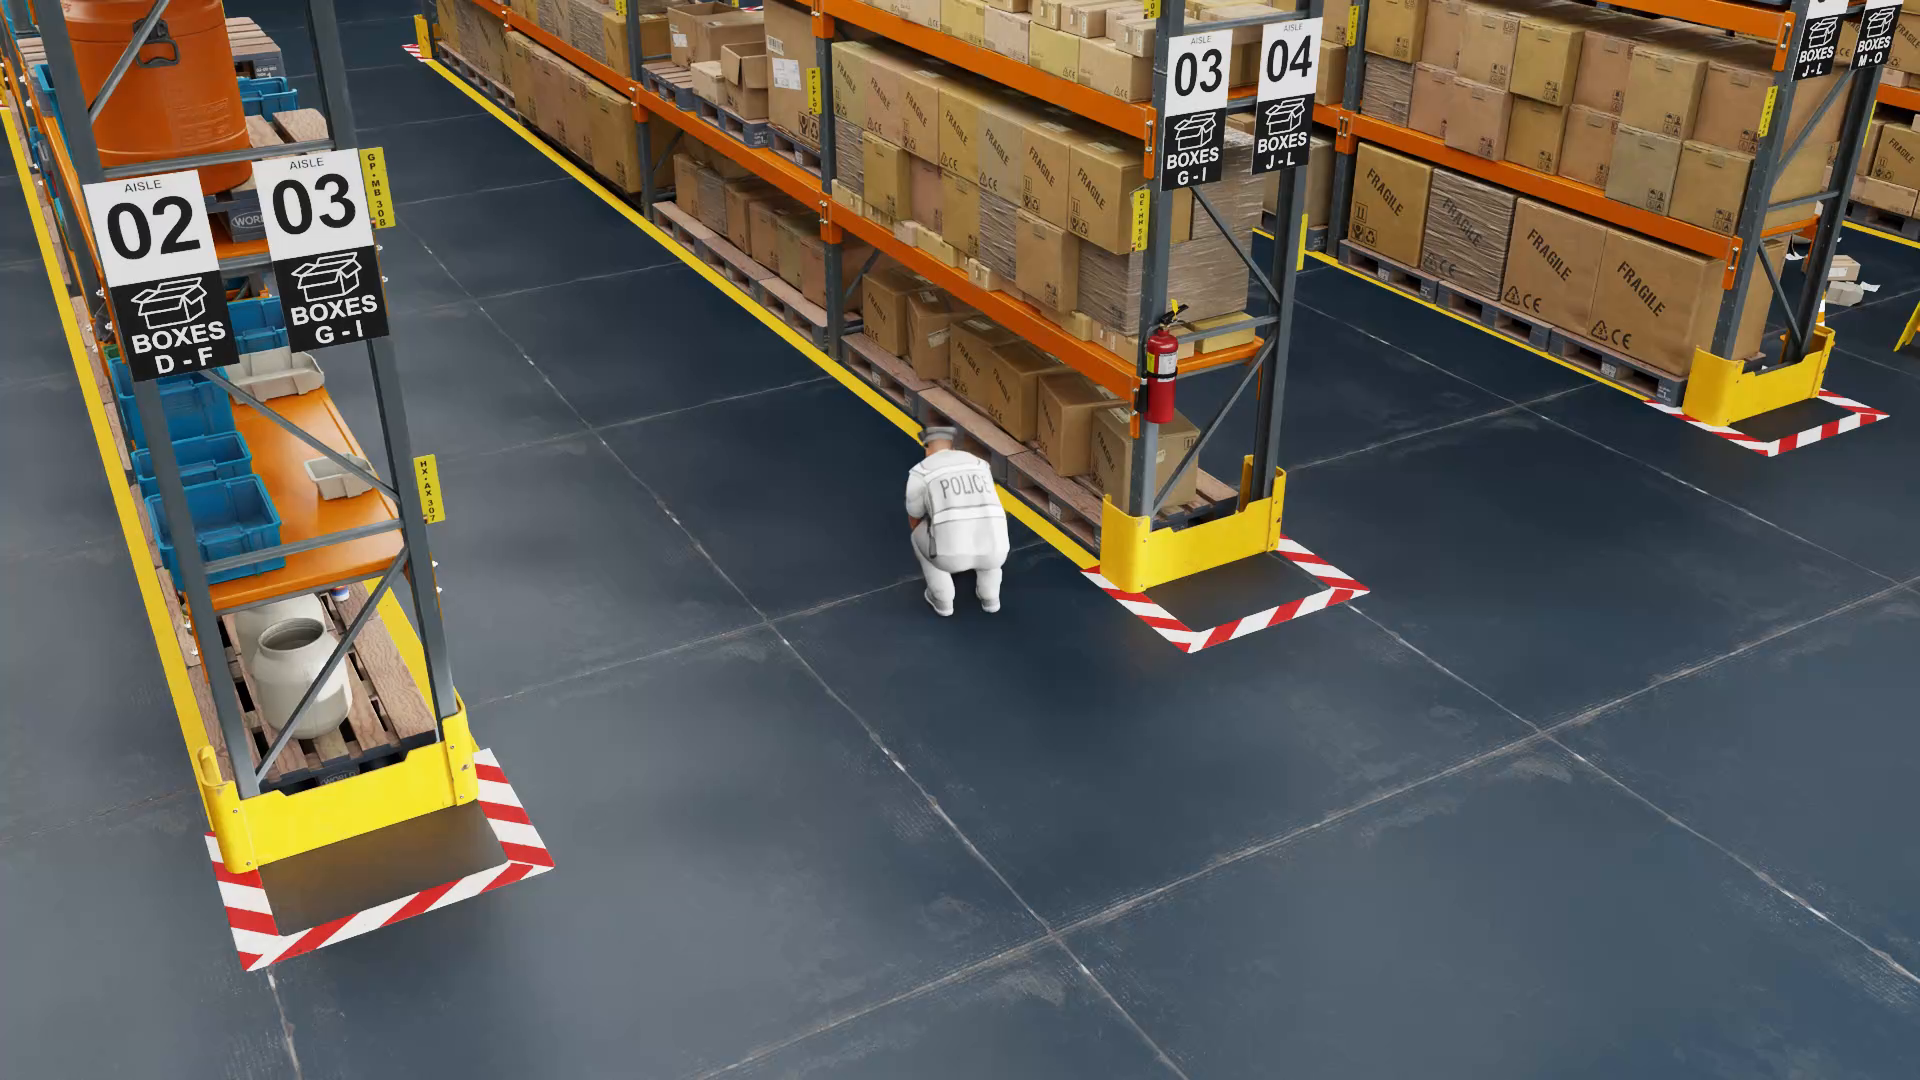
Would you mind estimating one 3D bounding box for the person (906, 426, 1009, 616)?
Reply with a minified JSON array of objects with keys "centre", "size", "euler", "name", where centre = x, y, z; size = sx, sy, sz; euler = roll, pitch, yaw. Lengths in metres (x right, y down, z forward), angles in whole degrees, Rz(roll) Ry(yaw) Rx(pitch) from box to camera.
[{"centre":[-0.019,-0.113,9.623],"size":[0.559,0.931,0.954],"euler":[-5,29,-8],"name":"person"}]
